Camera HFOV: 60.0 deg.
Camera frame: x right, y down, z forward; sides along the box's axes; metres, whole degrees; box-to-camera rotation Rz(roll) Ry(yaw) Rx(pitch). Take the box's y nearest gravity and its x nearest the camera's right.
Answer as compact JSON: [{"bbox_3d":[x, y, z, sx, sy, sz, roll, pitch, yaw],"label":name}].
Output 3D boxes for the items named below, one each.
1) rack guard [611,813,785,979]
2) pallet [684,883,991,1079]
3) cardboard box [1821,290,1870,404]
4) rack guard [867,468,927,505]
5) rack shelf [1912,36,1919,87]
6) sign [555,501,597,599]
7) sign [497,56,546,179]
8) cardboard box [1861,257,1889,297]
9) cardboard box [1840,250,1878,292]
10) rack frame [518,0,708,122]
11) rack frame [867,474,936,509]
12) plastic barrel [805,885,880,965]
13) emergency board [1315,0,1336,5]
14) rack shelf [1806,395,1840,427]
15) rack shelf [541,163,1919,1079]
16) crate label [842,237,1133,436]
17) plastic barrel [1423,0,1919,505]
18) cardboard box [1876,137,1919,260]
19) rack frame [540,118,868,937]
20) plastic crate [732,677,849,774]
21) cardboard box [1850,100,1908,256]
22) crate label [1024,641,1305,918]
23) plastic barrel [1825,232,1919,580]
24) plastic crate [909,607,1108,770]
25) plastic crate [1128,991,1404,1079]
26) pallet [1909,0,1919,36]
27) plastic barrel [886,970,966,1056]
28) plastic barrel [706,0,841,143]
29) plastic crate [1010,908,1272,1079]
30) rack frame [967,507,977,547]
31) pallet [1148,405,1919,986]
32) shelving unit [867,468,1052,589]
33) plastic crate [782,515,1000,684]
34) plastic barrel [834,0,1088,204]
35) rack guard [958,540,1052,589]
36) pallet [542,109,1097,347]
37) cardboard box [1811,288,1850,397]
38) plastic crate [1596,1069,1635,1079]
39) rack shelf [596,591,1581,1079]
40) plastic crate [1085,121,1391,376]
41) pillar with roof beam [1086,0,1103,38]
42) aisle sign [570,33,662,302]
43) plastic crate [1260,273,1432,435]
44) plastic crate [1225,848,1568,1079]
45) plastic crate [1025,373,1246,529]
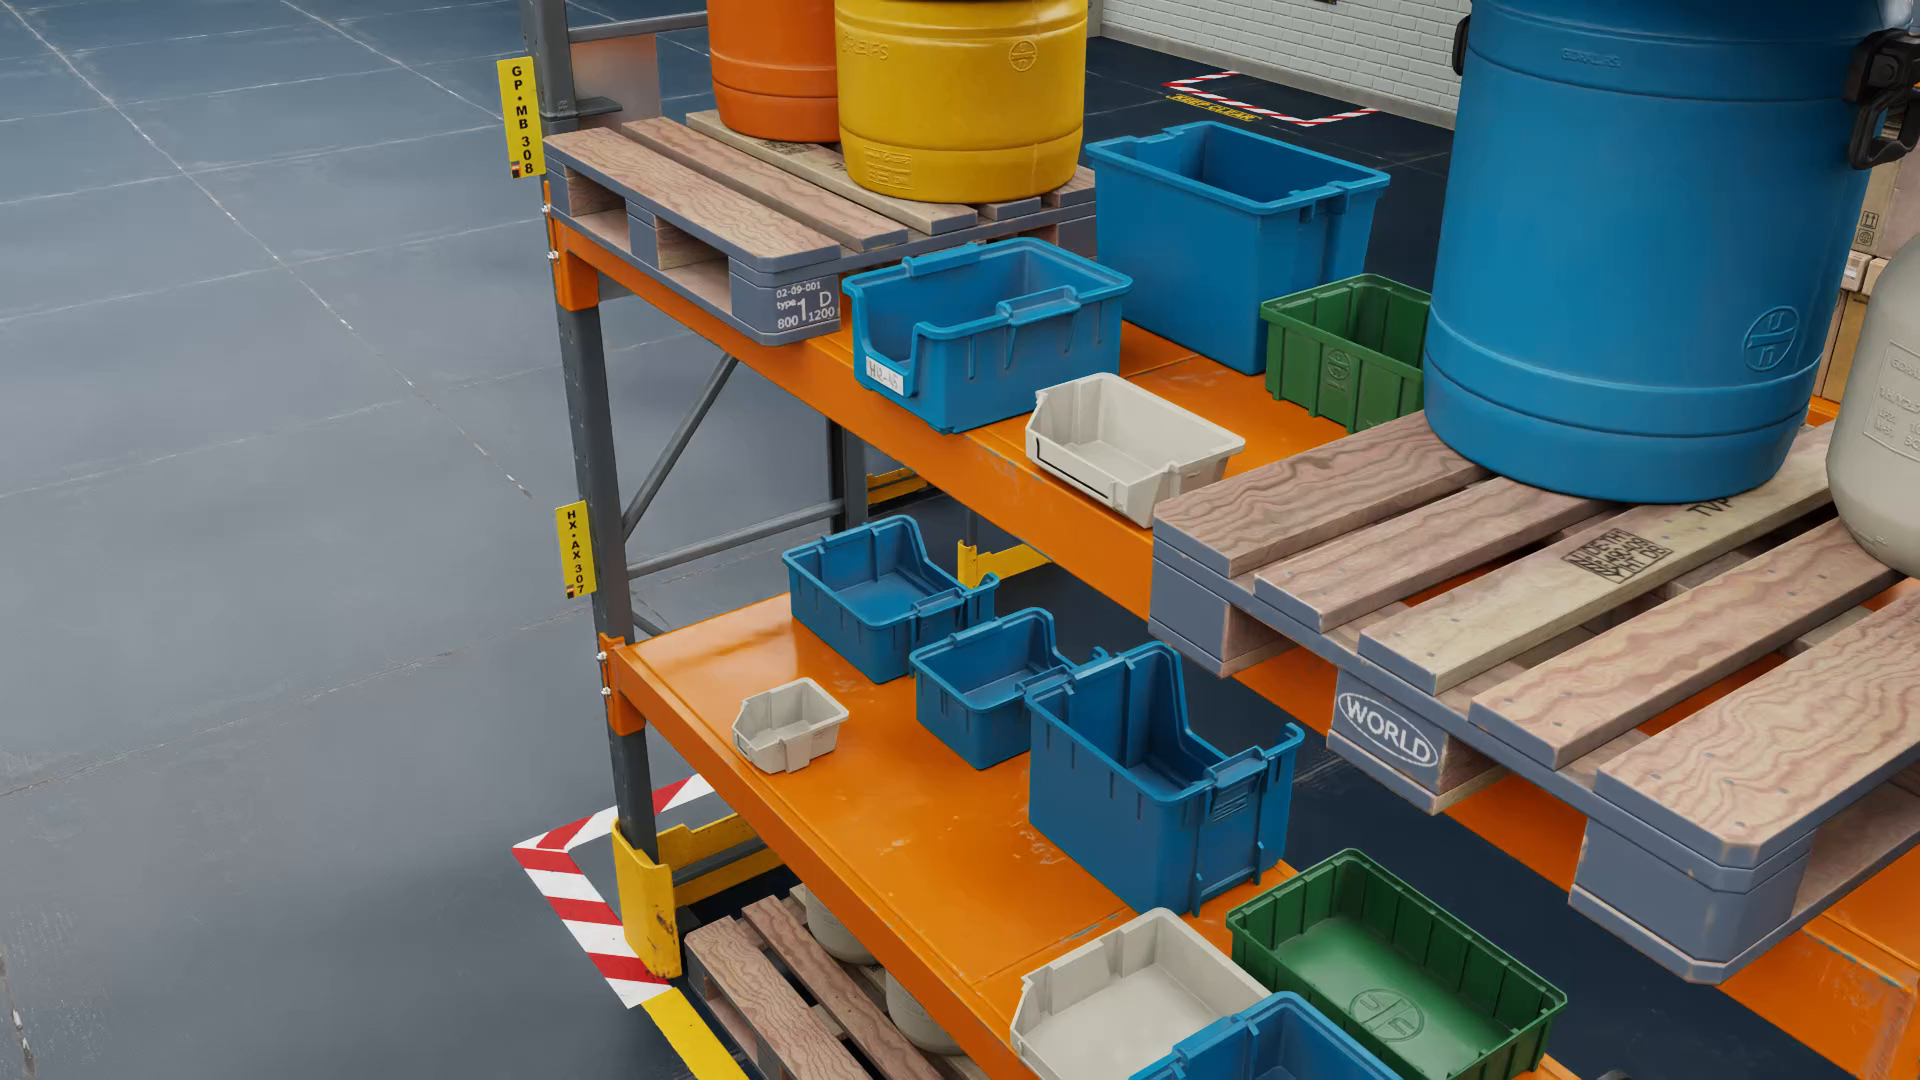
[{"bbox_3d":[-0.680,1.119,6.166,1.175,0.500,0.348,-19,34,-31],"label":"rack guard"},{"bbox_3d":[-0.213,1.563,5.651,1.003,0.211,1.213,-19,34,-31],"label":"pallet"},{"bbox_3d":[4.127,-0.827,7.026,0.700,0.500,0.500,-19,34,-30],"label":"cardboard box"},{"bbox_3d":[-0.333,-0.333,9.101,0.587,0.250,0.087,-19,34,-31],"label":"rack guard"},{"bbox_3d":[4.435,-1.590,6.146,1.077,0.370,4.000,-19,34,-31],"label":"rack shelf"},{"bbox_3d":[-1.213,0.033,5.256,0.100,0.325,0.005,-19,34,-31],"label":"sign"},{"bbox_3d":[-1.213,-1.168,4.605,0.100,0.325,0.005,-19,34,-31],"label":"sign"},{"bbox_3d":[3.927,-1.082,6.815,0.380,0.149,0.250,-20,34,-32],"label":"cardboard box"},{"bbox_3d":[3.771,-1.185,7.004,0.380,0.149,0.250,-19,34,-31],"label":"cardboard box"},{"bbox_3d":[-0.762,-2.632,4.168,1.000,3.000,0.127,-19,34,-31],"label":"rack frame"},{"bbox_3d":[-0.344,-0.890,8.817,0.500,1.500,0.032,-19,34,-31],"label":"rack frame"},{"bbox_3d":[-0.318,1.147,5.661,0.421,0.512,0.421,0,29,0],"label":"plastic barrel"},{"bbox_3d":[3.546,-6.018,16.689,0.157,1.169,0.626,-19,34,-31],"label":"emergency board"},{"bbox_3d":[4.435,-0.272,6.862,1.077,0.370,4.000,-19,34,-31],"label":"rack shelf"},{"bbox_3d":[0.398,-0.221,3.624,1.077,0.370,4.000,-19,34,-31],"label":"rack shelf"},{"bbox_3d":[0.055,-0.430,3.411,0.502,0.251,0.408,-19,34,-31],"label":"crate label"},{"bbox_3d":[1.068,-0.581,2.568,0.600,0.901,0.708,-19,34,-31],"label":"plastic barrel"},{"bbox_3d":[4.169,-1.376,6.676,0.700,0.500,0.500,-19,34,-30],"label":"cardboard box"},{"bbox_3d":[-0.762,0.004,5.600,1.000,3.000,0.127,-19,34,-31],"label":"rack frame"},{"bbox_3d":[-0.505,0.557,4.858,0.298,0.136,0.250,-19,34,-31],"label":"plastic crate"},{"bbox_3d":[3.876,-1.571,7.036,0.700,0.500,0.500,-20,34,-32],"label":"cardboard box"},{"bbox_3d":[0.526,0.629,4.412,0.502,0.435,0.616,-19,34,-31],"label":"crate label"},{"bbox_3d":[1.468,-0.215,2.302,0.421,0.512,0.421,0,29,0],"label":"plastic barrel"},{"bbox_3d":[0.144,0.435,4.962,0.499,0.251,0.408,-19,34,-31],"label":"plastic crate"},{"bbox_3d":[0.695,1.269,3.426,0.499,0.251,0.616,-19,34,-31],"label":"plastic crate"},{"bbox_3d":[3.664,-2.363,6.908,1.003,0.211,1.213,-19,34,-31],"label":"pallet"},{"bbox_3d":[-0.027,1.342,5.302,0.421,0.512,0.421,0,29,0],"label":"plastic barrel"},{"bbox_3d":[-0.377,-1.534,4.398,0.600,0.830,0.708,-19,34,-31],"label":"plastic barrel"},{"bbox_3d":[0.410,1.114,3.833,0.530,0.136,0.437,-19,34,-31],"label":"plastic crate"},{"bbox_3d":[0.245,-0.495,8.089,0.500,1.500,0.032,-19,34,-31],"label":"rack frame"},{"bbox_3d":[1.060,0.070,2.532,1.213,0.211,1.003,-19,34,-31],"label":"pallet"},{"bbox_3d":[-0.044,-0.689,8.447,0.587,1.500,1.083,-19,34,-31],"label":"shelving unit"},{"bbox_3d":[-0.228,0.181,5.430,0.499,0.251,0.616,-19,34,-31],"label":"plastic crate"},{"bbox_3d":[0.003,-1.173,3.988,0.600,0.588,0.600,0,29,0],"label":"plastic barrel"},{"bbox_3d":[0.245,0.054,8.388,0.587,0.250,0.087,-19,34,-31],"label":"rack guard"},{"bbox_3d":[-0.362,-0.883,4.287,1.003,0.211,1.213,-19,34,-31],"label":"pallet"},{"bbox_3d":[3.844,-1.022,7.384,0.700,0.500,0.500,-18,33,-29],"label":"cardboard box"},{"bbox_3d":[1.358,1.347,3.191,0.767,0.338,0.504,-19,34,-31],"label":"plastic crate"},{"bbox_3d":[0.398,1.098,4.340,1.077,0.370,4.000,-19,34,-31],"label":"rack shelf"},{"bbox_3d":[0.589,-0.649,3.676,0.392,0.384,0.575,-19,34,-31],"label":"plastic crate"},{"bbox_3d":[-2.049,-8.816,15.553,9.100,9.000,0.400,-19,34,-31],"label":"pillar with roof beam"},{"bbox_3d":[-1.042,-1.085,4.882,0.394,0.787,0.004,-19,34,-31],"label":"aisle sign"},{"bbox_3d":[0.865,-0.355,3.339,0.336,0.188,0.450,-19,34,-31],"label":"plastic crate"},{"bbox_3d":[1.001,1.046,3.903,0.450,0.188,0.662,-19,34,-31],"label":"plastic crate"},{"bbox_3d":[0.298,-0.155,3.026,0.243,0.136,0.396,-19,34,-31],"label":"plastic crate"}]
